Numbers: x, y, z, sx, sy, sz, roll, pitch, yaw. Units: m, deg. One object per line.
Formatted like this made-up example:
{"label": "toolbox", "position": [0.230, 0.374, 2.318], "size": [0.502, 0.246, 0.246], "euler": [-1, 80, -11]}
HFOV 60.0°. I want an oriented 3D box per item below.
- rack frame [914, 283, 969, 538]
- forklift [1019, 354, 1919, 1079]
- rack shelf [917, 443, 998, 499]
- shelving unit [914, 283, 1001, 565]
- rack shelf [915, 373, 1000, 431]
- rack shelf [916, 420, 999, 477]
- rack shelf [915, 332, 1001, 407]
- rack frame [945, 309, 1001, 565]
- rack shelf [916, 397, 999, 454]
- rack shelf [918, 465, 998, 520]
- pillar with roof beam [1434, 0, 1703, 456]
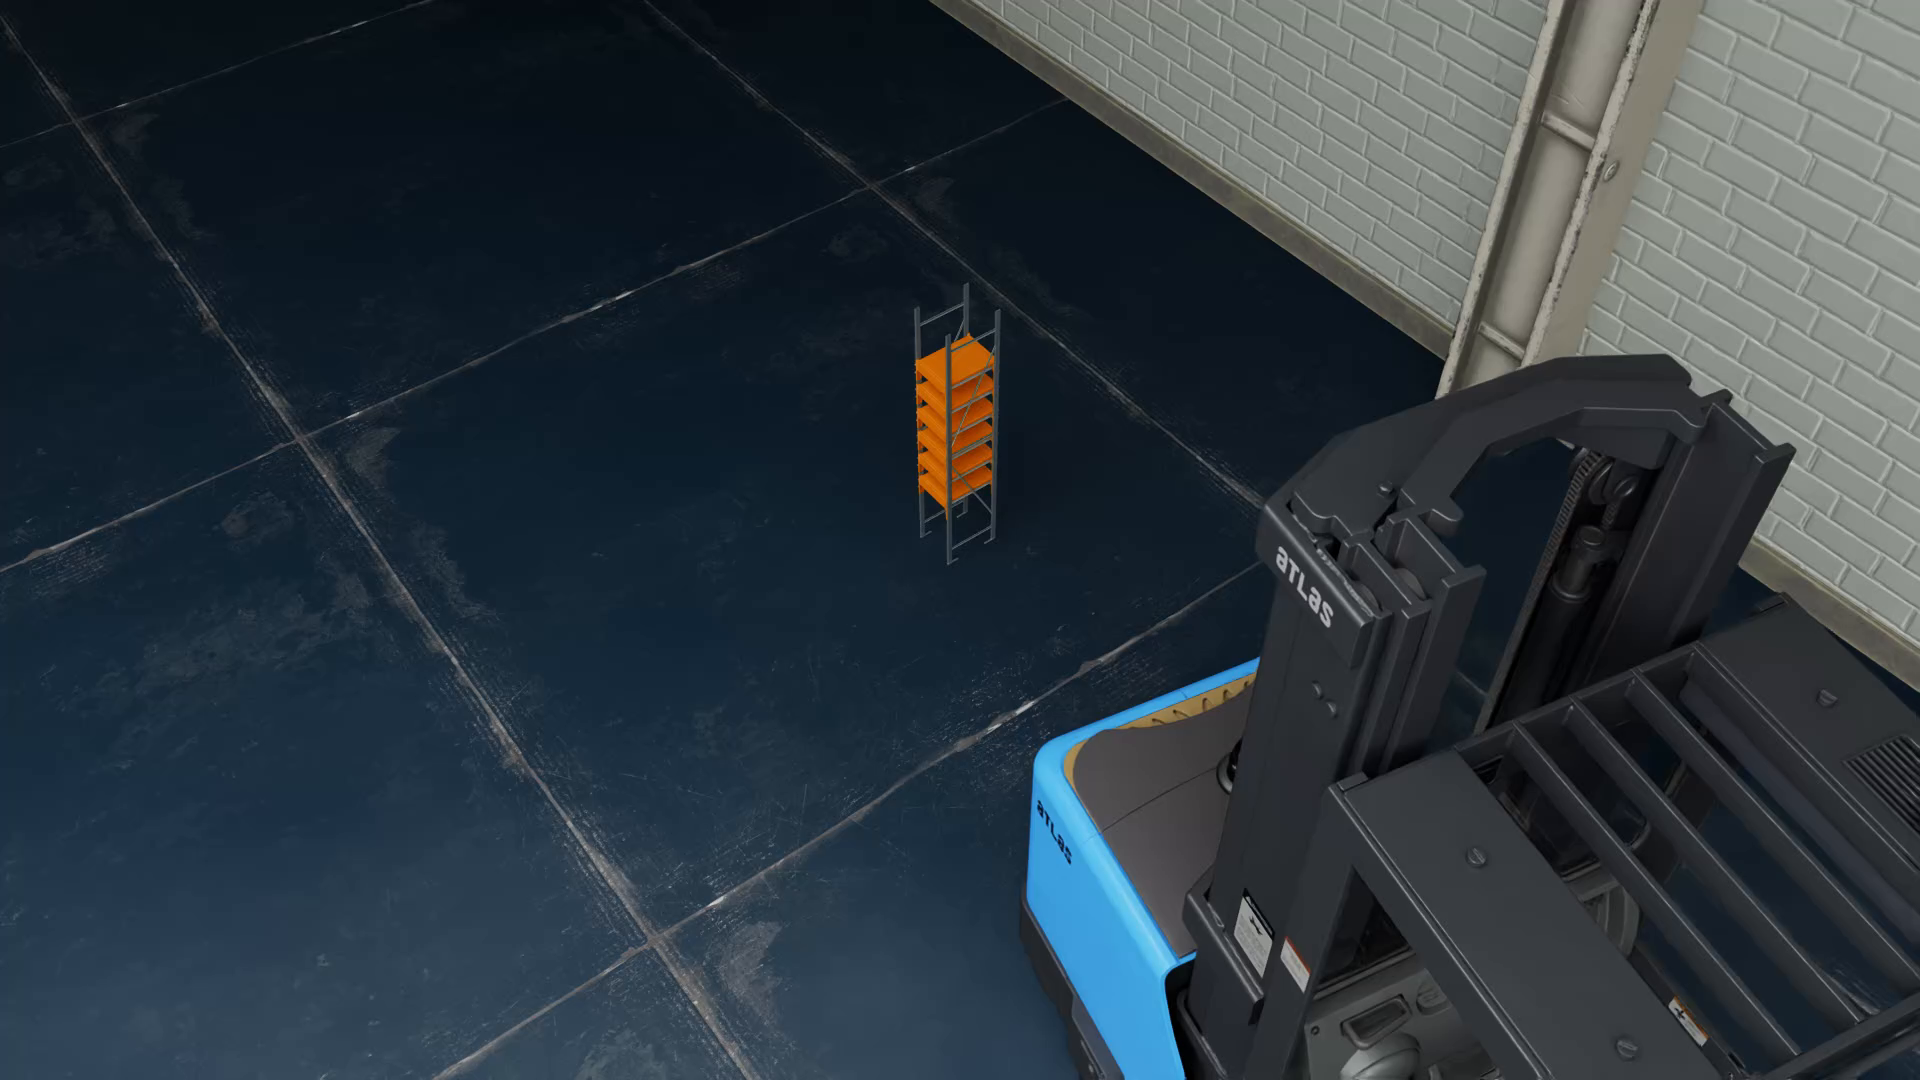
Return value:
{"label": "rack frame", "position": [-0.064, -0.465, 6.361], "size": [0.240, 1.200, 0.006], "euler": [-29, 54, -24]}
{"label": "forklift", "position": [1.280, 1.166, 3.714], "size": [1.130, 2.935, 3.031], "euler": [-19, 51, -17]}
{"label": "rack shelf", "position": [-0.009, -0.301, 6.434], "size": [0.258, 0.103, 0.180], "euler": [-29, 54, -24]}
{"label": "shelving unit", "position": [-0.009, -0.412, 6.312], "size": [0.258, 1.200, 0.189], "euler": [-29, 54, -24]}
{"label": "rack shelf", "position": [-0.009, -0.543, 6.167], "size": [0.258, 0.103, 0.180], "euler": [-29, 54, -24]}
{"label": "rack shelf", "position": [-0.009, -0.382, 6.345], "size": [0.258, 0.103, 0.180], "euler": [-29, 54, -24]}
{"label": "rack shelf", "position": [-0.009, -0.623, 6.078], "size": [0.258, 0.103, 0.180], "euler": [-29, 54, -24]}
{"label": "rack frame", "position": [0.047, -0.358, 6.263], "size": [0.240, 1.200, 0.006], "euler": [-29, 54, -24]}
{"label": "rack shelf", "position": [-0.009, -0.462, 6.256], "size": [0.258, 0.103, 0.180], "euler": [-29, 54, -24]}
{"label": "rack shelf", "position": [-0.009, -0.220, 6.523], "size": [0.258, 0.103, 0.180], "euler": [-29, 54, -24]}
{"label": "pillar with roof beam", "position": [-1.119, -1.630, 2.152], "size": [9.100, 9.000, 0.400], "euler": [-29, 54, -24]}
